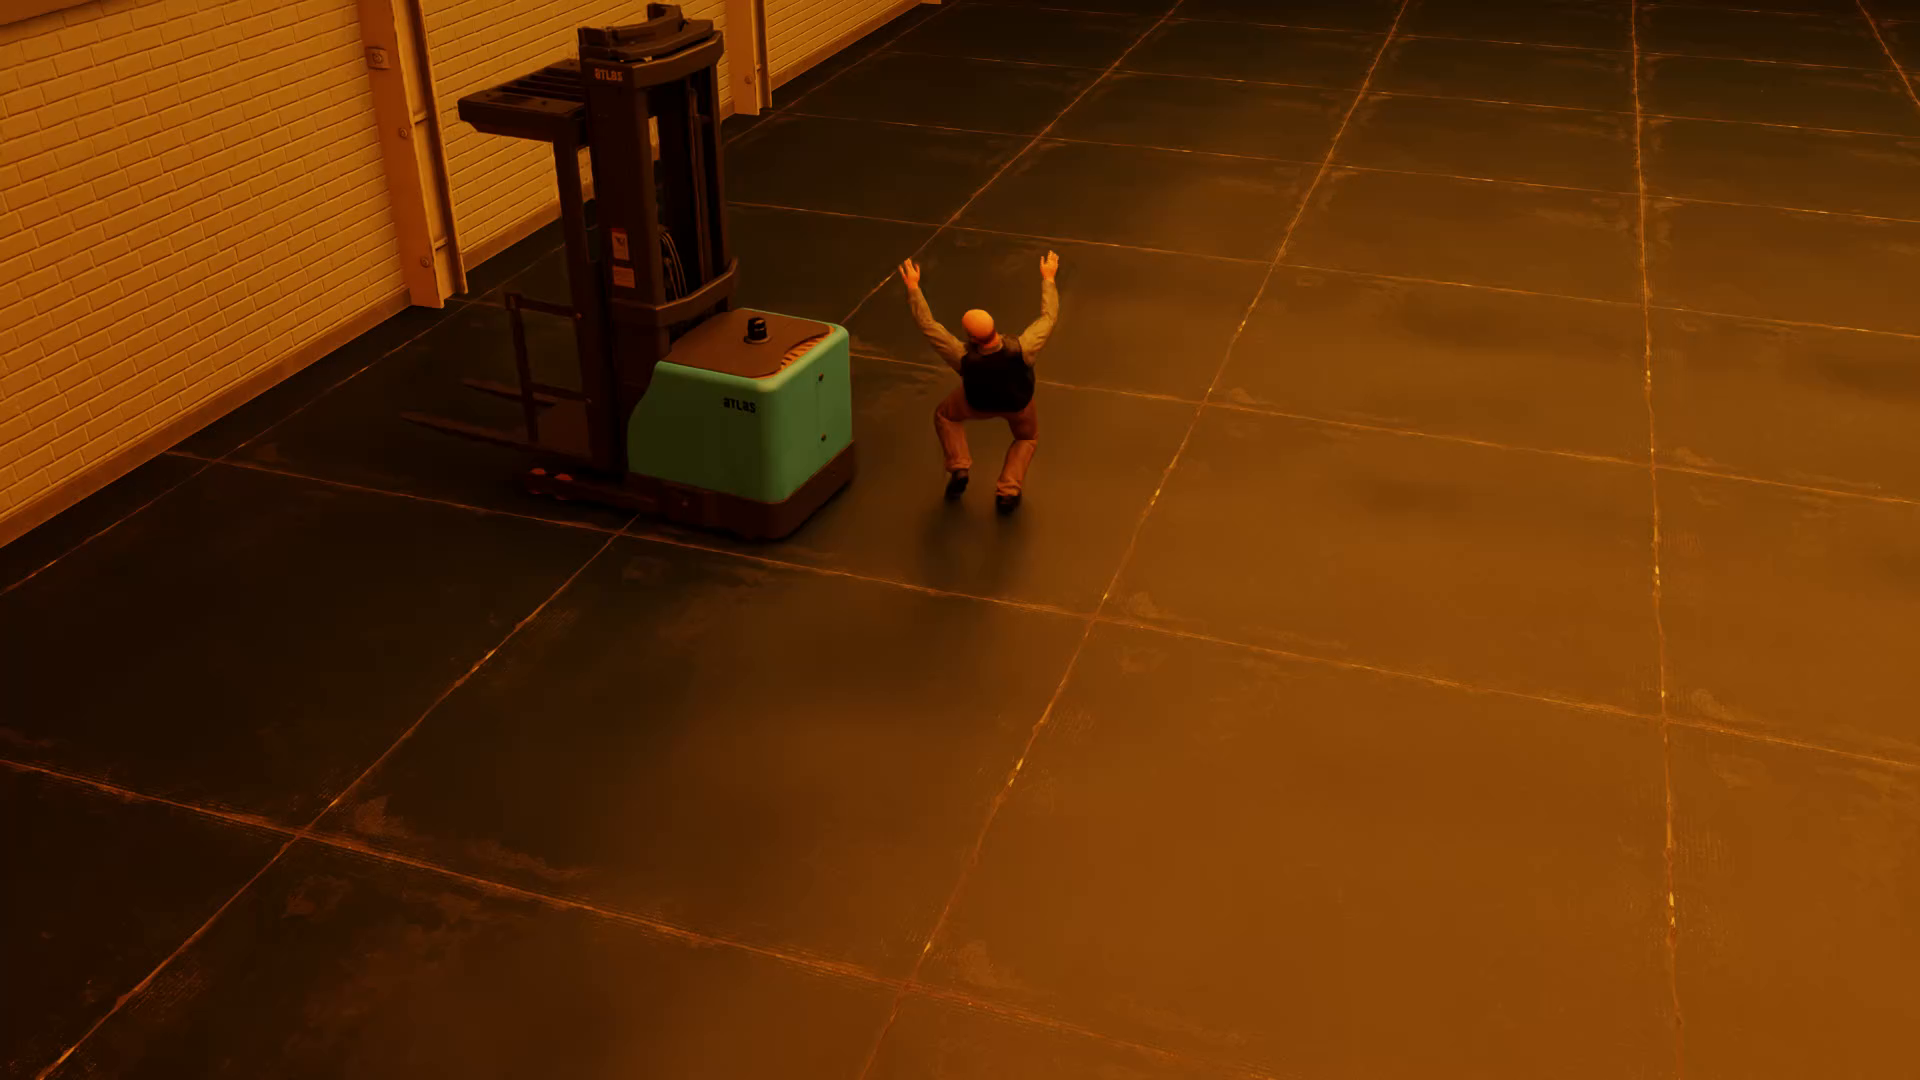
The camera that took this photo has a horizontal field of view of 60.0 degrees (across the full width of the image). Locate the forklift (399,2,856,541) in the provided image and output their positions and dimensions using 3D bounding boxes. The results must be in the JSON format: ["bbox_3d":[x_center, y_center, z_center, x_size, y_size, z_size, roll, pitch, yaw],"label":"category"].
[{"bbox_3d":[-2.232,-1.748,10.203,3.031,2.935,1.130,13,32,21],"label":"forklift"}]

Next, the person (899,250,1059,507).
[{"bbox_3d":[0.112,-0.925,10.130,0.949,1.599,0.751,2,30,3],"label":"person"}]
